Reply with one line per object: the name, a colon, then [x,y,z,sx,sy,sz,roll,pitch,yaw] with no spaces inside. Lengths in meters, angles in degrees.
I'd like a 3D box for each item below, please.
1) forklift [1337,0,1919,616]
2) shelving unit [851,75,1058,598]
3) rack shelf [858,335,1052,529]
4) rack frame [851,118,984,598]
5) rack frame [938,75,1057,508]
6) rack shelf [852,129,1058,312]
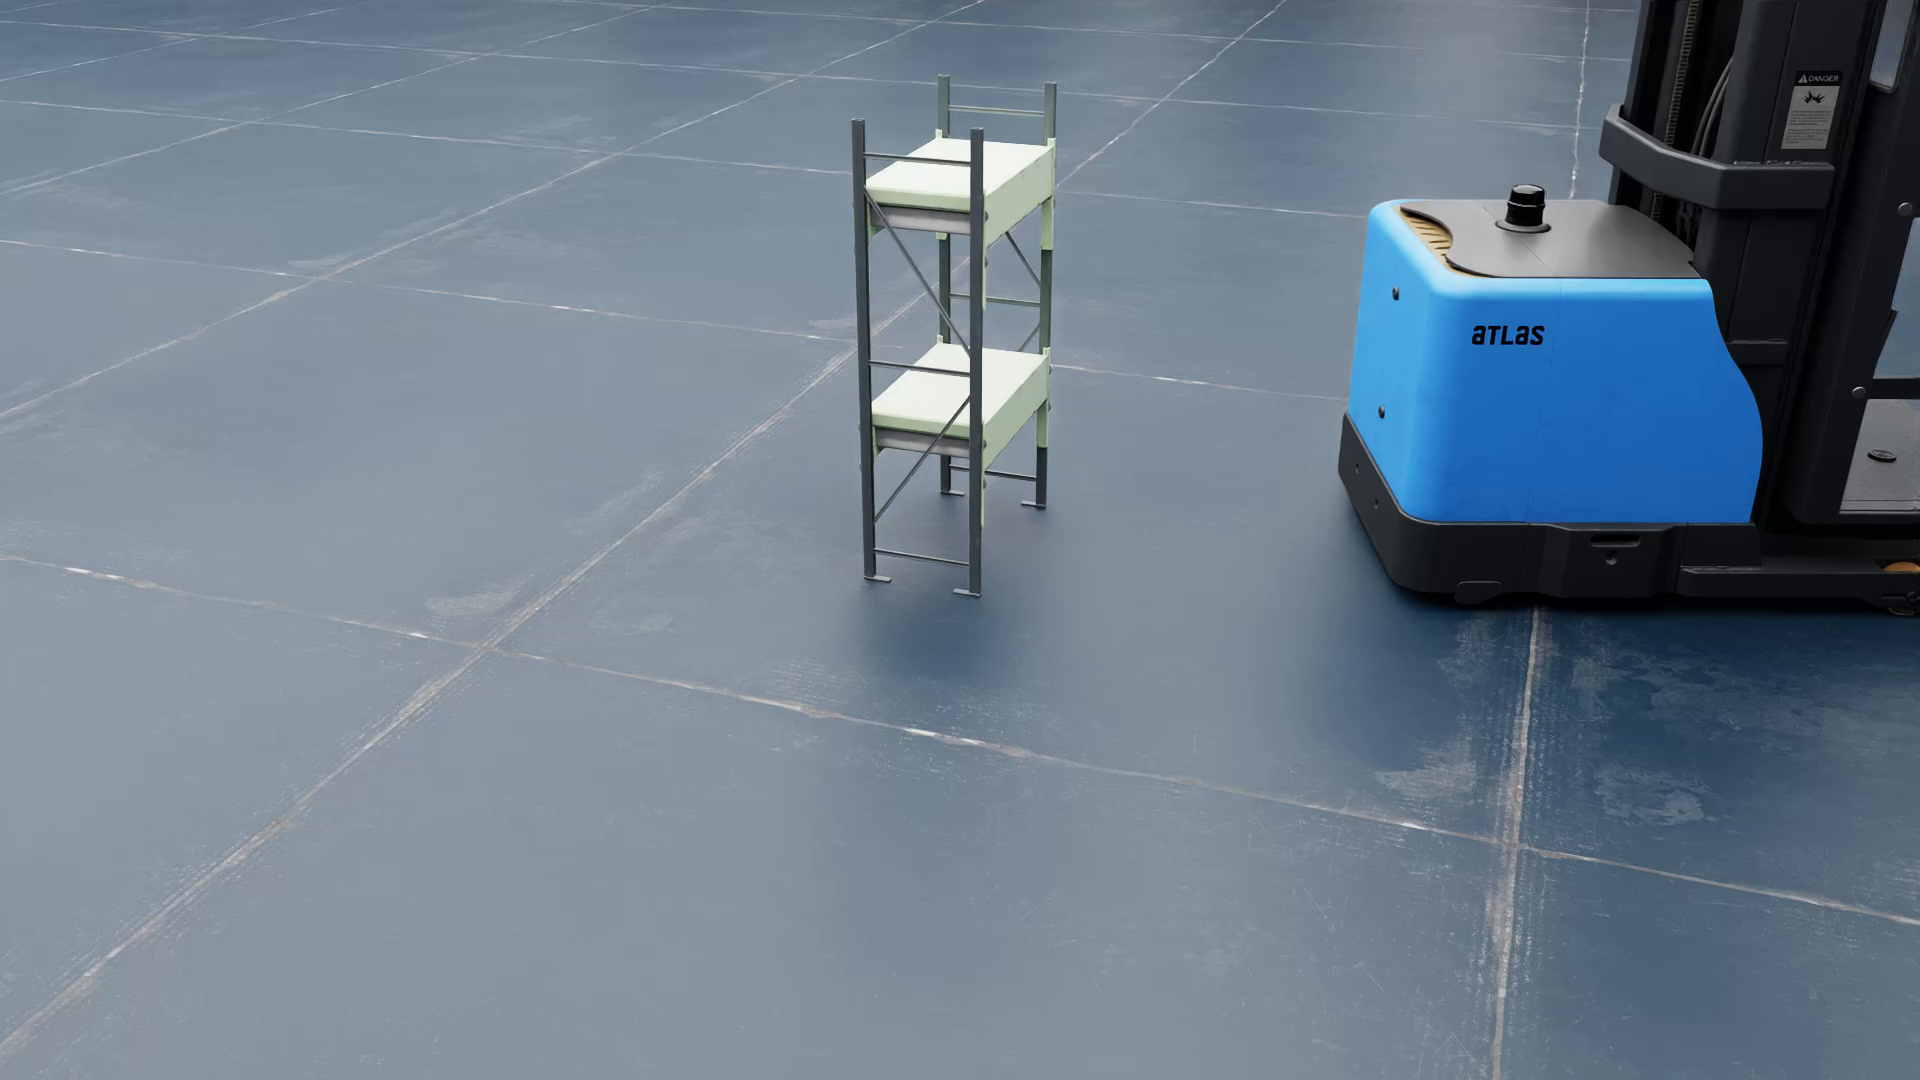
forklift: [2.897,-1.313,5.099,3.031,2.935,1.130,0,26,0]
shelving unit: [-0.002,-0.672,5.417,0.431,1.500,0.755,9,27,17]
rack shelf: [-0.002,-0.379,5.560,0.431,0.370,0.720,9,27,17]
rack frame: [-0.124,-0.522,5.107,0.400,1.500,0.023,9,27,17]
rack frame: [0.120,-0.823,5.728,0.400,1.500,0.023,9,27,17]
rack shelf: [-0.002,-1.024,5.247,0.431,0.370,0.720,9,27,17]
